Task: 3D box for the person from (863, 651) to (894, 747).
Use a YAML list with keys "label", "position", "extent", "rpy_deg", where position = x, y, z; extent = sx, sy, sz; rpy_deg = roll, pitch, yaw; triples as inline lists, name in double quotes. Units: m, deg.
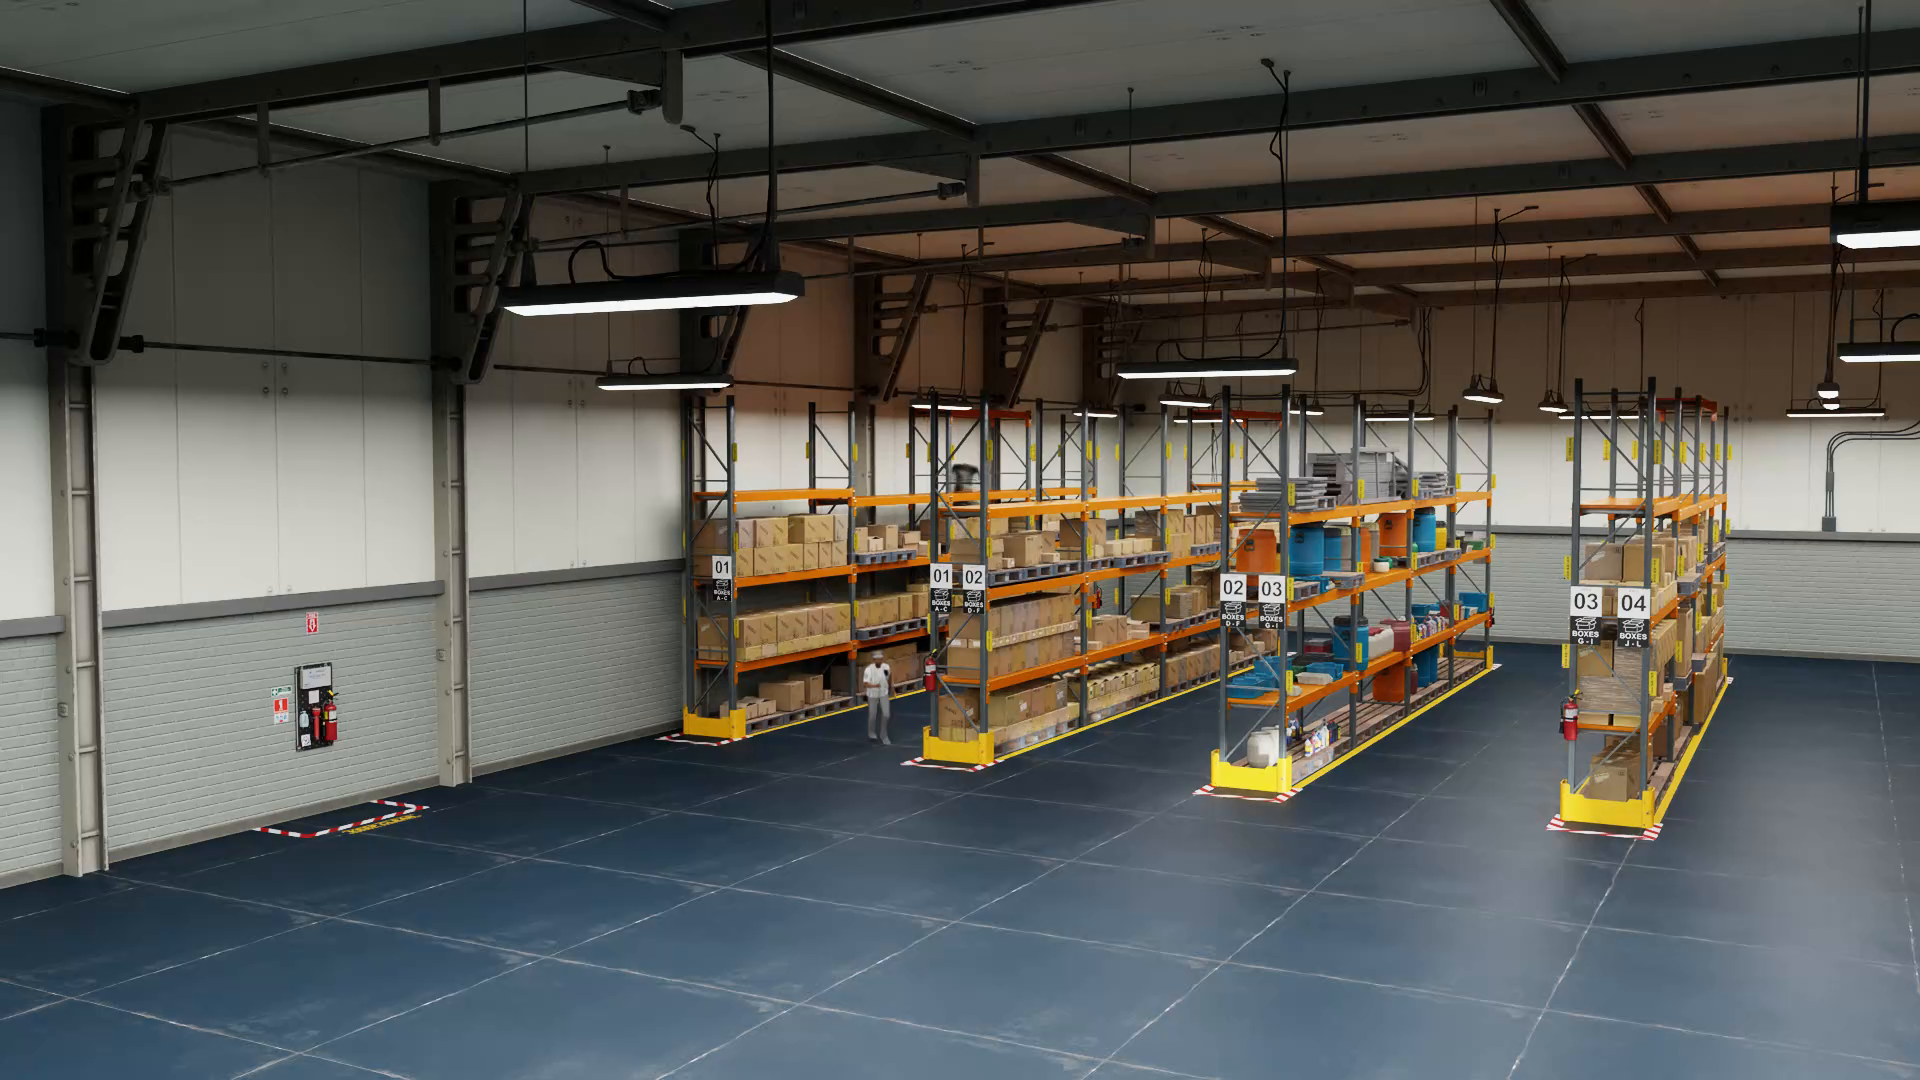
- label: "person"
  position: [-1.413, 2.696, 28.494]
  extent: [0.542, 1.661, 0.960]
  rpy_deg: [-1, 3, -12]
